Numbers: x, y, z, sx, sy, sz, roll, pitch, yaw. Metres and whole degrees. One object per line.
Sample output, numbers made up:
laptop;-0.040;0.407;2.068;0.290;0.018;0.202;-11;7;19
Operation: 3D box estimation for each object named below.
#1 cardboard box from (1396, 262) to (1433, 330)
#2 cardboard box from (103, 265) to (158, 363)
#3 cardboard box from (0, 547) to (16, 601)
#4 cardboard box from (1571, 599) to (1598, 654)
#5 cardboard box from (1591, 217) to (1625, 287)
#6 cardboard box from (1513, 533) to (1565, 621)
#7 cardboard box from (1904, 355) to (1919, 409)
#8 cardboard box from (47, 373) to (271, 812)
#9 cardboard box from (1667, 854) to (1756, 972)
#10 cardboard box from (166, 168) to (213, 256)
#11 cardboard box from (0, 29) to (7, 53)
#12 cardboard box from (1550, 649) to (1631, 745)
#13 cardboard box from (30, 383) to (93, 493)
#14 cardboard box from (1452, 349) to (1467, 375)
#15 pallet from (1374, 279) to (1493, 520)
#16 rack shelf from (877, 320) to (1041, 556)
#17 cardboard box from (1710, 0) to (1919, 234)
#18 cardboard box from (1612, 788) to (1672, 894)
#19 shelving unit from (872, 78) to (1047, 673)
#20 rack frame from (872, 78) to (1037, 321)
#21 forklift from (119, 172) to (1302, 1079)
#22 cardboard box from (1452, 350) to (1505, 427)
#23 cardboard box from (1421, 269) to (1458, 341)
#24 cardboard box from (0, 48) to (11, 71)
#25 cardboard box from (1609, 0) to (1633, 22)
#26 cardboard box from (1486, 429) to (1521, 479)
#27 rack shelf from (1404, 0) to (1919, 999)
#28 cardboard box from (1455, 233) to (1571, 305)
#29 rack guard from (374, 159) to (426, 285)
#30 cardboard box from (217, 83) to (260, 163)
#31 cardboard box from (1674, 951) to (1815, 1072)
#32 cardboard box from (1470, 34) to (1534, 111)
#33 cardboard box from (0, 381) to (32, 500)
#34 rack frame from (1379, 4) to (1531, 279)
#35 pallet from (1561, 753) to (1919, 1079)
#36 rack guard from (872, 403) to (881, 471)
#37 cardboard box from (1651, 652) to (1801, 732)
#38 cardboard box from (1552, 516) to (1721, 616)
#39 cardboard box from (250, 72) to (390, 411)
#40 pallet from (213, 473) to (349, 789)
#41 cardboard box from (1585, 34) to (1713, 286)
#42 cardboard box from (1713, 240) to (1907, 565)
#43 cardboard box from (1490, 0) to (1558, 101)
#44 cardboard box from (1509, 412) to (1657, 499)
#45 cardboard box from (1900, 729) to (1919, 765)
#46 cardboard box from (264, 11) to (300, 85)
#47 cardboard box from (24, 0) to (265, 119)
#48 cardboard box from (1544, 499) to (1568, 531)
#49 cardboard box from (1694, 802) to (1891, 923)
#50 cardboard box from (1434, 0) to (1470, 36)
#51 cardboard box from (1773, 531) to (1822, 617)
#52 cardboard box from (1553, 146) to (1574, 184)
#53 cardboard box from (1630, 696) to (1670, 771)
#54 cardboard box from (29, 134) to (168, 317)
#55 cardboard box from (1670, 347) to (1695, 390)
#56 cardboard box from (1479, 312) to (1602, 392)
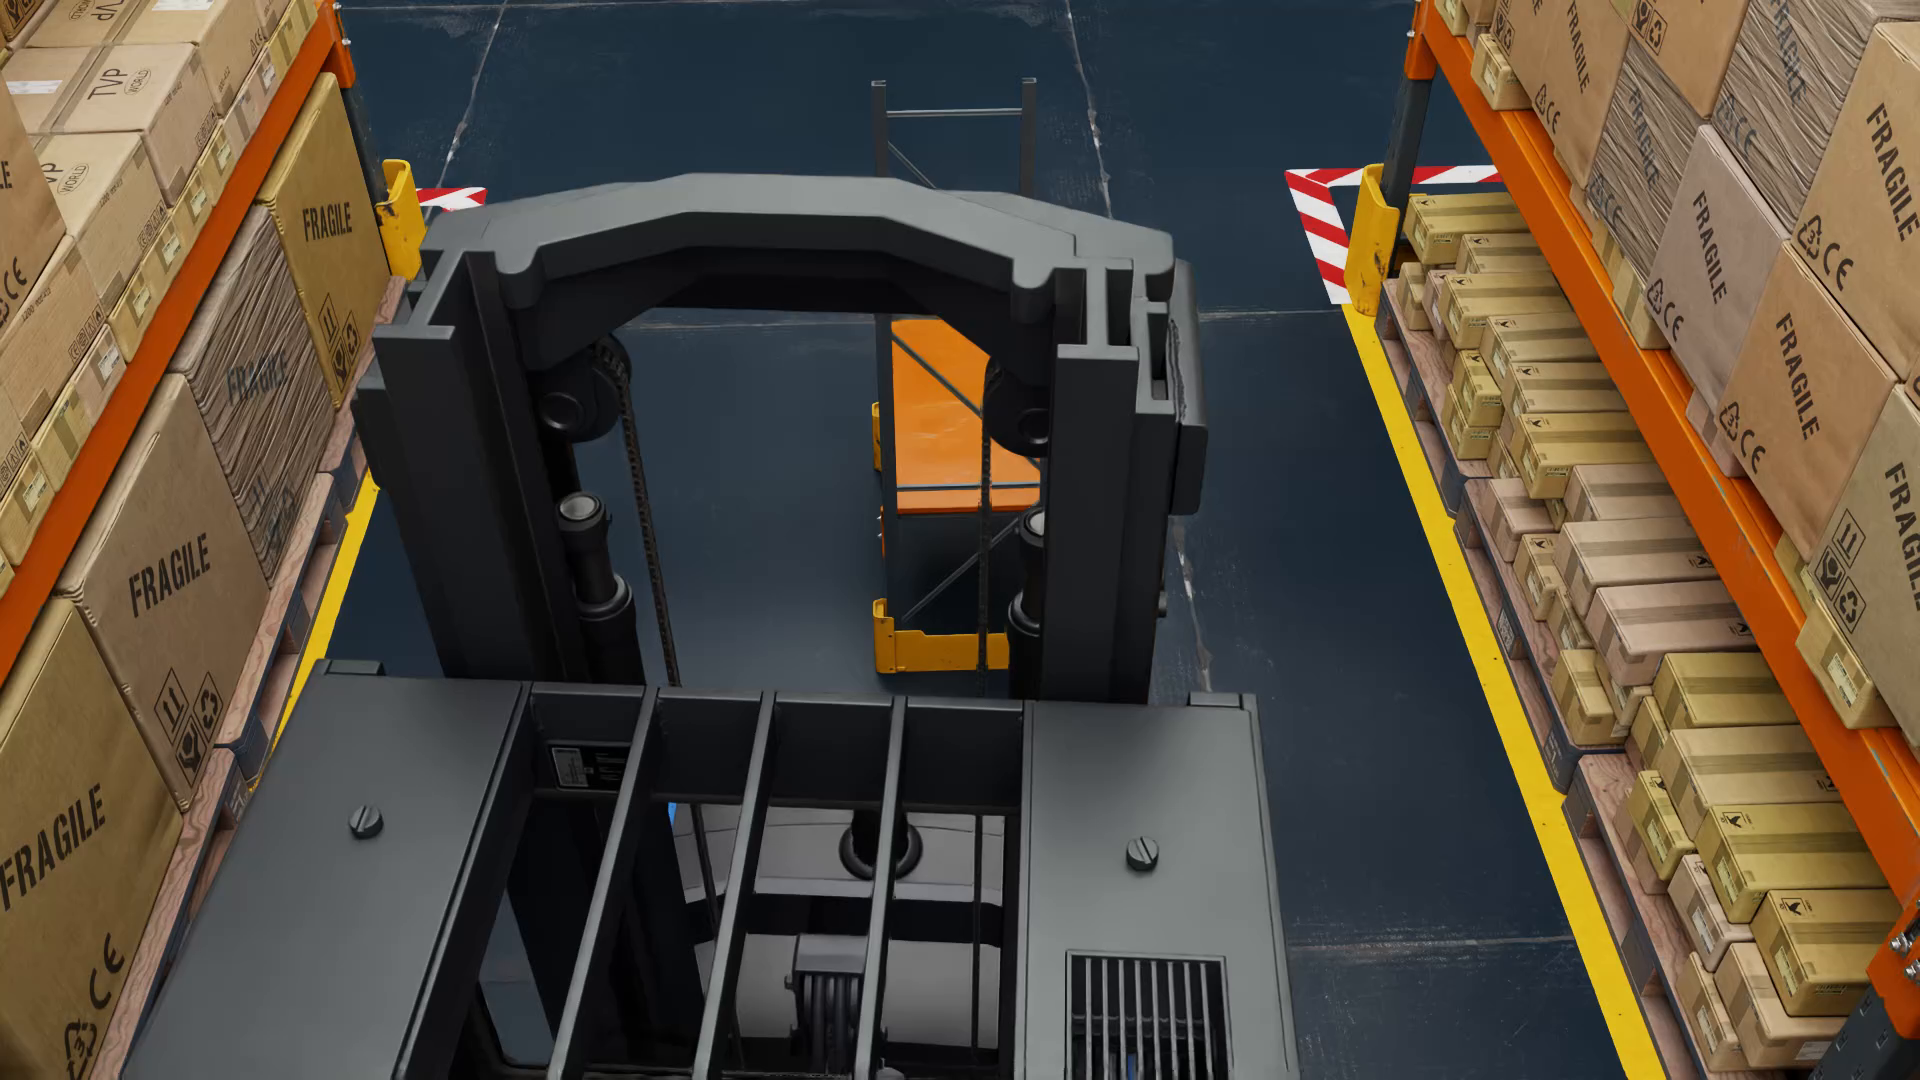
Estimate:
cardboard box;1.889;-0.933;6.347;0.380;0.149;0.250;-1;43;-1
cardboard box;-2.351;-0.586;4.356;0.380;0.149;0.250;-3;43;-3
cardboard box;-2.307;0.111;3.595;0.380;0.149;0.250;0;43;0
cardboard box;2.038;0.204;4.887;0.380;0.149;0.250;-4;43;-4
cardboard box;1.990;-0.820;4.610;0.380;0.149;0.250;0;43;0
cardboard box;1.968;0.111;5.208;0.380;0.149;0.250;-2;43;-2
cardboard box;2.066;-0.316;2.841;0.500;0.500;0.500;-3;43;-3
cardboard box;-2.590;0.156;4.622;0.875;0.875;0.875;-2;43;-2
cardboard box;2.001;0.909;4.117;0.380;0.149;0.250;-4;43;-4
cardboard box;-2.373;-0.930;4.730;0.380;0.149;0.250;-1;43;-2
cardboard box;-2.973;-1.430;4.426;0.500;0.500;0.500;-3;43;-3
cardboard box;1.955;0.451;4.837;0.380;0.149;0.250;-2;43;-2
cardboard box;-2.331;-0.239;3.977;0.380;0.149;0.250;-2;43;-2
cardboard box;1.999;-0.591;5.974;0.380;0.149;0.250;-1;43;-1
pallet;2.189;-0.563;6.208;1.003;0.211;1.213;-2;43;-2
rack shelf;0.004;-0.363;5.302;0.538;0.185;1.000;-2;43;-2
cardboard box;2.031;-1.011;3.599;0.500;0.500;0.500;-1;43;-1
cardboard box;1.996;0.795;4.461;0.380;0.149;0.250;-3;43;-3
shelving unit;0.003;-0.501;5.187;0.587;1.500;1.083;-2;43;-2
rack frame;-0.018;-0.838;5.555;0.500;1.500;0.032;-2;43;-2
forklift;-0.219;1.118;2.361;1.130;2.935;3.031;2;43;2
cardboard box;1.909;-0.519;5.675;0.380;0.149;0.250;0;43;0
cardboard box;1.907;-0.858;6.045;0.380;0.149;0.250;-2;43;-2
cardboard box;-2.976;-1.150;4.676;0.500;0.250;0.500;-3;43;-3
cardboard box;1.968;-1.704;4.355;0.500;0.500;0.500;-3;43;-3
cardboard box;2.007;-0.246;5.597;0.380;0.149;0.250;-2;43;-2
rack shelf;2.271;-0.576;4.691;1.077;0.370;4.000;-2;43;-2
cardboard box;2.001;-0.969;5.946;0.380;0.149;0.250;-1;43;-1
rack guard;-2.774;-1.213;6.703;1.175;0.500;0.348;-2;43;-2
cardboard box;-2.397;-1.280;5.112;0.380;0.149;0.250;-1;43;-1
cardboard box;1.999;1.150;4.075;0.380;0.149;0.250;-1;43;-1
cardboard box;1.883;-1.517;5.371;0.380;0.149;0.250;-3;43;-3
cardboard box;-2.378;-0.132;3.565;0.500;0.250;0.500;-2;43;-2
rack frame;2.186;-2.192;5.921;1.000;3.000;0.127;-2;43;-2
pallet;2.292;1.084;4.411;1.003;0.211;1.213;-2;43;-2
rack guard;-0.018;-0.377;5.976;0.587;0.250;0.087;-2;43;-2
cardboard box;2.080;0.436;4.413;0.380;0.149;0.250;0;43;0
cardboard box;1.952;0.074;4.808;0.380;0.149;0.250;-3;43;-3
cardboard box;-2.666;-1.060;5.948;0.875;0.875;0.875;-2;43;-2
pallet;-2.612;0.269;5.300;1.003;0.211;1.213;-2;43;-2
cardboard box;2.014;-0.992;4.318;0.500;0.500;0.500;-3;43;-3
cardboard box;2.033;-0.307;3.571;0.500;0.500;0.500;-3;43;-3
cardboard box;1.978;-1.667;5.054;0.500;0.500;0.500;-2;43;-2
cardboard box;1.945;-0.264;5.177;0.380;0.149;0.250;-1;43;-1
cardboard box;2.110;0.415;3.263;0.380;0.149;0.250;-2;43;-2
cardboard box;-2.417;-1.619;5.482;0.380;0.149;0.250;-1;43;-1
cardboard box;-2.467;-1.510;5.068;0.500;0.250;0.500;-2;43;-3
cardboard box;2.068;-0.161;5.284;0.380;0.149;0.250;0;43;0
cardboard box;2.031;0.781;4.037;0.380;0.149;0.250;-1;43;-1
cardboard box;1.873;-1.871;5.757;0.380;0.149;0.250;-2;43;-2
cardboard box;2.039;0.062;3.648;0.380;0.149;0.250;0;43;0
cardboard box;2.018;-1.163;4.984;0.380;0.149;0.250;-2;43;-2
cardboard box;2.060;0.557;4.502;0.380;0.149;0.250;-1;43;-1
cardboard box;-2.419;-0.815;4.310;0.500;0.250;0.500;-2;43;-2
cardboard box;2.054;-0.469;4.227;0.380;0.149;0.250;-2;43;-2
cardboard box;1.977;-0.630;5.576;0.380;0.149;0.250;-4;43;-4
